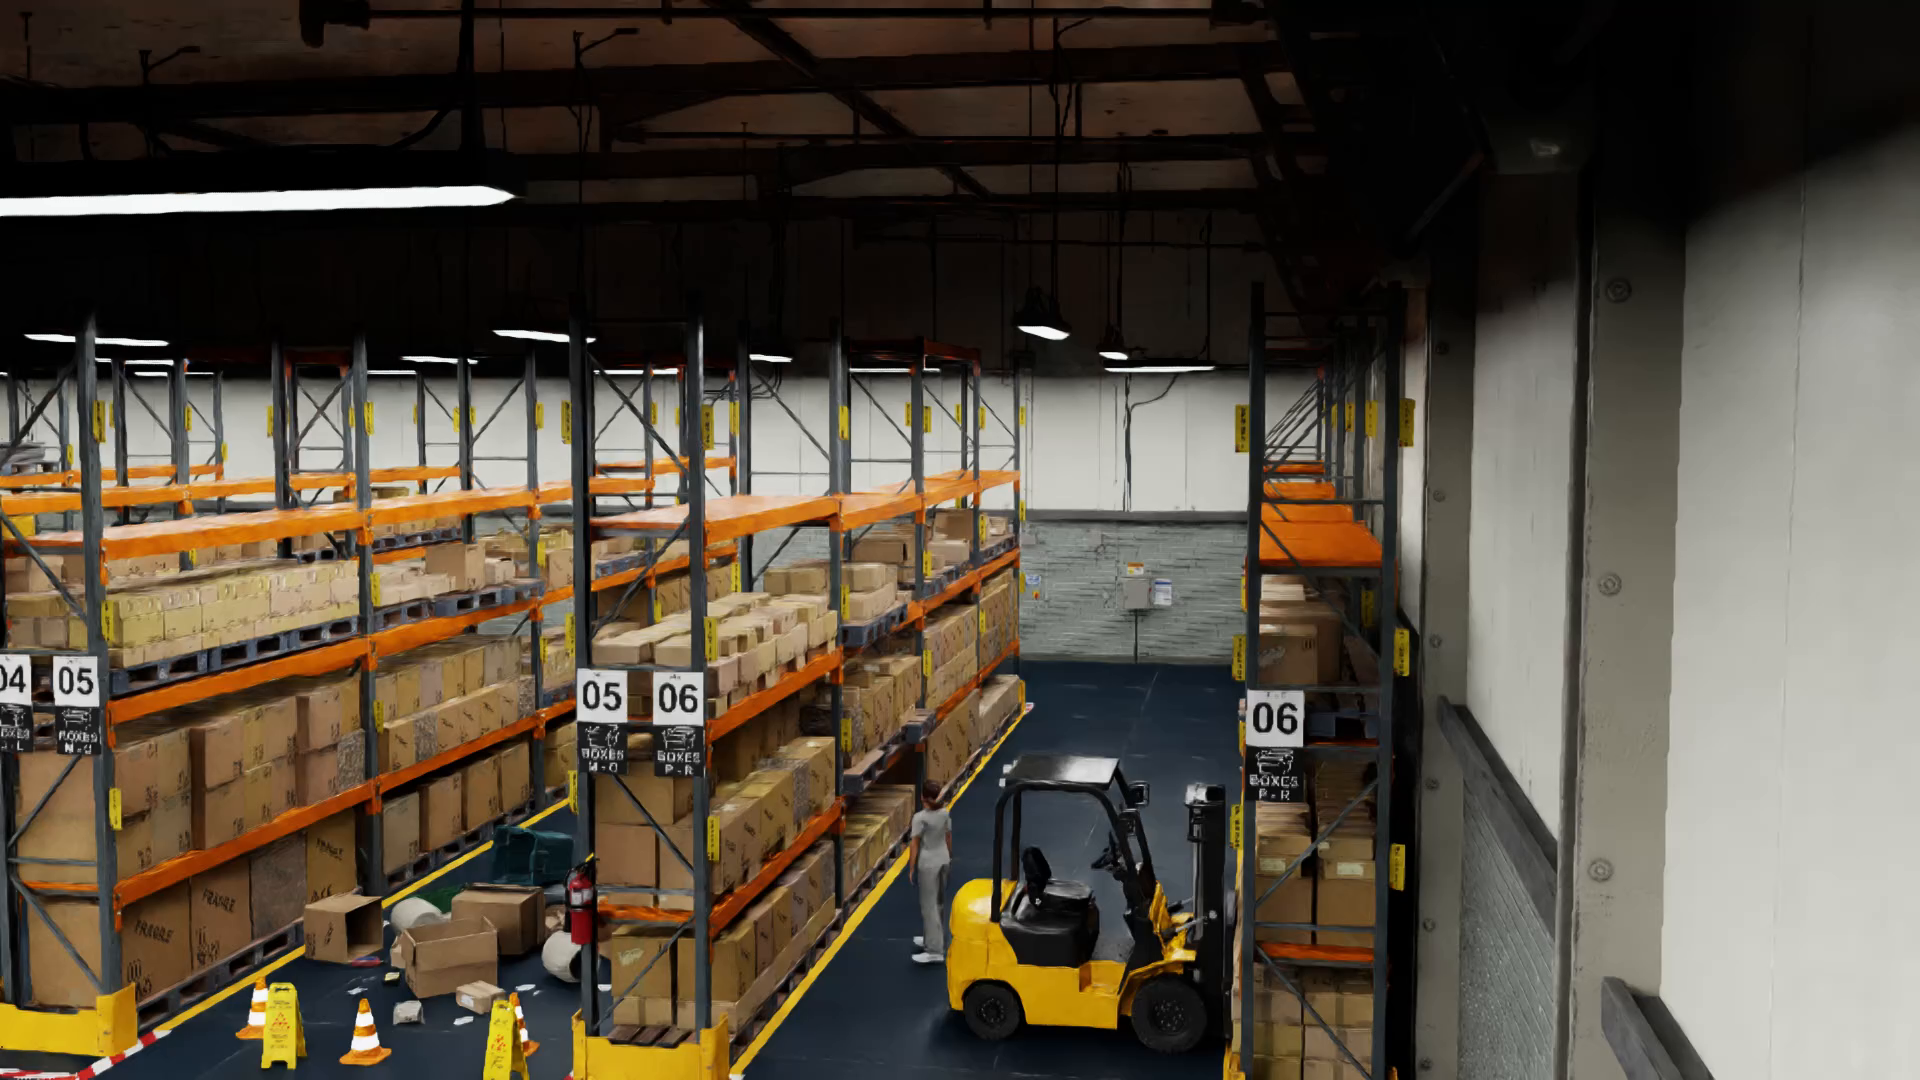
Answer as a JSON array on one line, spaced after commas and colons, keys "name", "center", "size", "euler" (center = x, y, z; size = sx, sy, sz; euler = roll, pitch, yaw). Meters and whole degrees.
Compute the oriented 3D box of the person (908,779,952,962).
[{"name": "person", "center": [-0.294, 3.069, 15.602], "size": [0.569, 1.650, 0.563], "euler": [4, 6, 43]}]
